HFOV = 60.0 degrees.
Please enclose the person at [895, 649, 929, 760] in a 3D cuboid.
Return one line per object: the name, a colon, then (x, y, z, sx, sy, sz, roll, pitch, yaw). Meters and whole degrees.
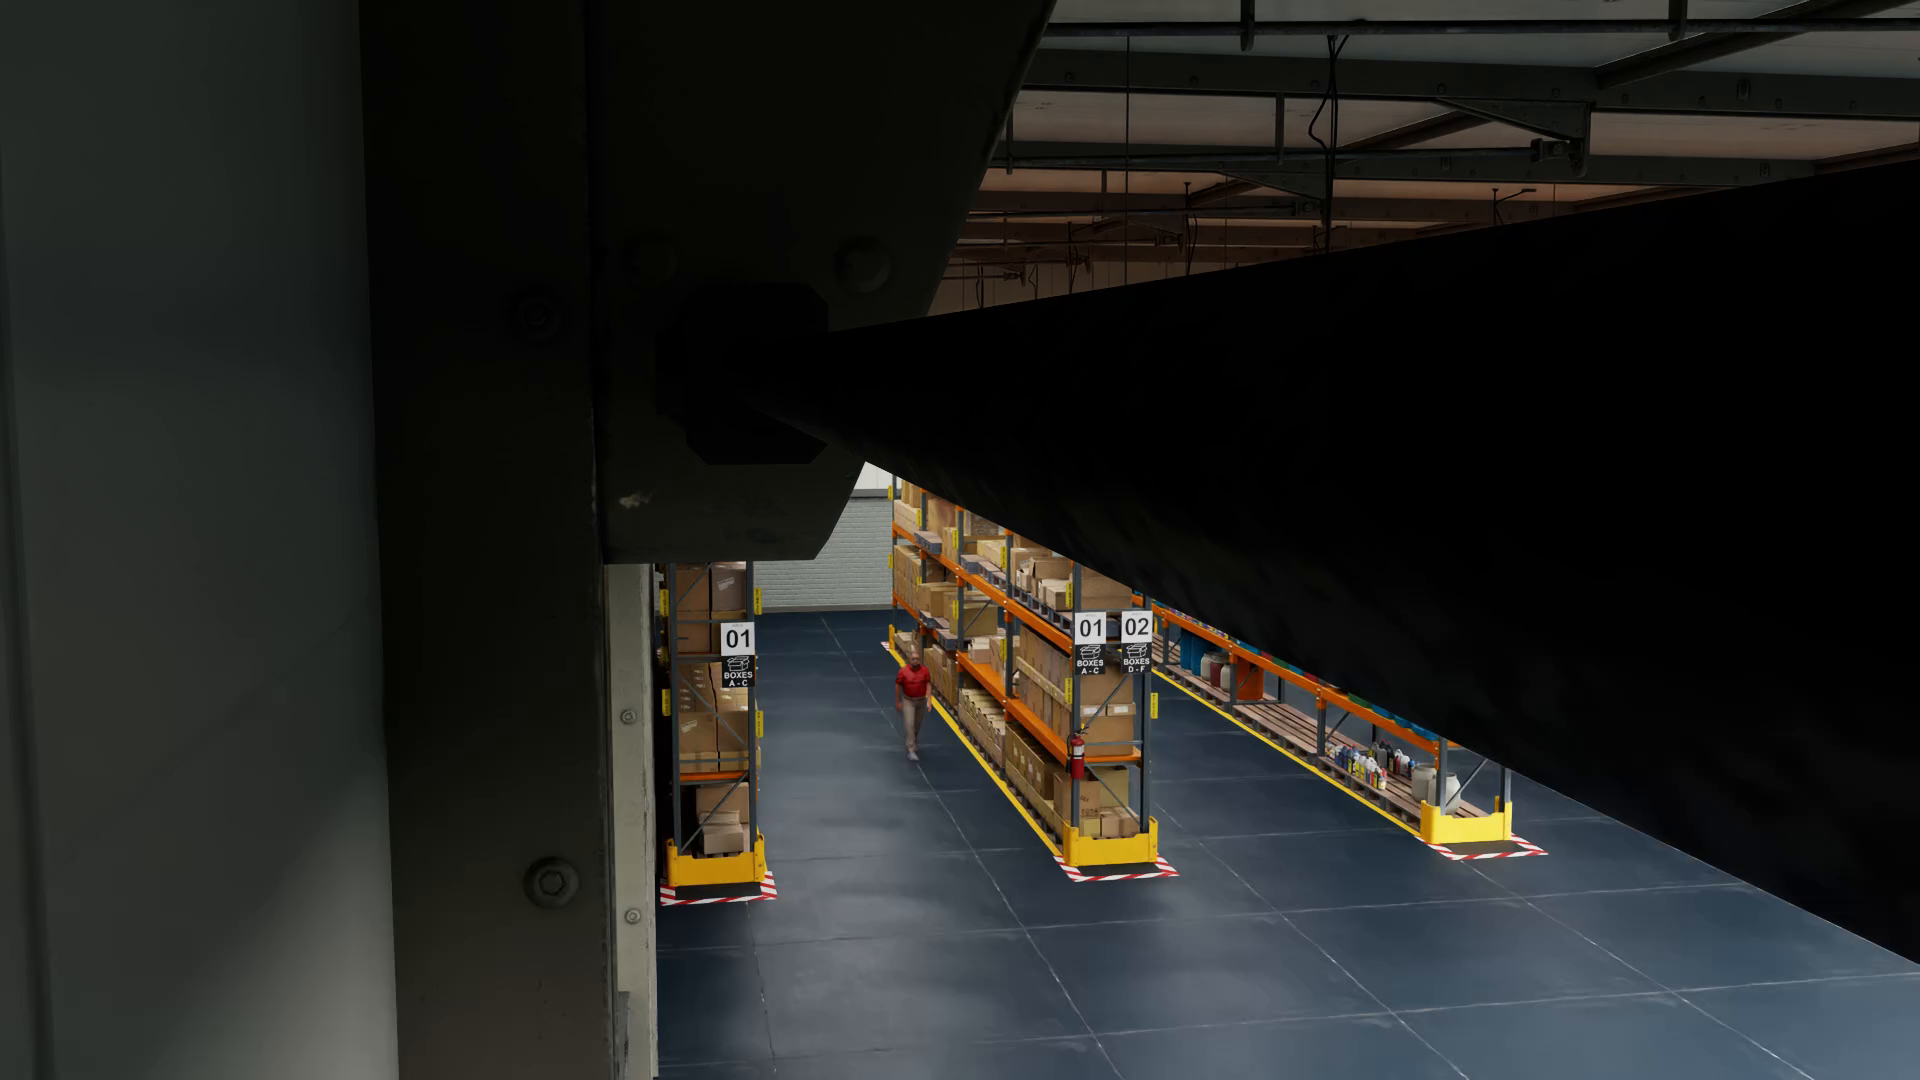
person: (-0.746, 2.597, 26.594, 0.672, 1.718, 0.618, 2, 7, 20)
